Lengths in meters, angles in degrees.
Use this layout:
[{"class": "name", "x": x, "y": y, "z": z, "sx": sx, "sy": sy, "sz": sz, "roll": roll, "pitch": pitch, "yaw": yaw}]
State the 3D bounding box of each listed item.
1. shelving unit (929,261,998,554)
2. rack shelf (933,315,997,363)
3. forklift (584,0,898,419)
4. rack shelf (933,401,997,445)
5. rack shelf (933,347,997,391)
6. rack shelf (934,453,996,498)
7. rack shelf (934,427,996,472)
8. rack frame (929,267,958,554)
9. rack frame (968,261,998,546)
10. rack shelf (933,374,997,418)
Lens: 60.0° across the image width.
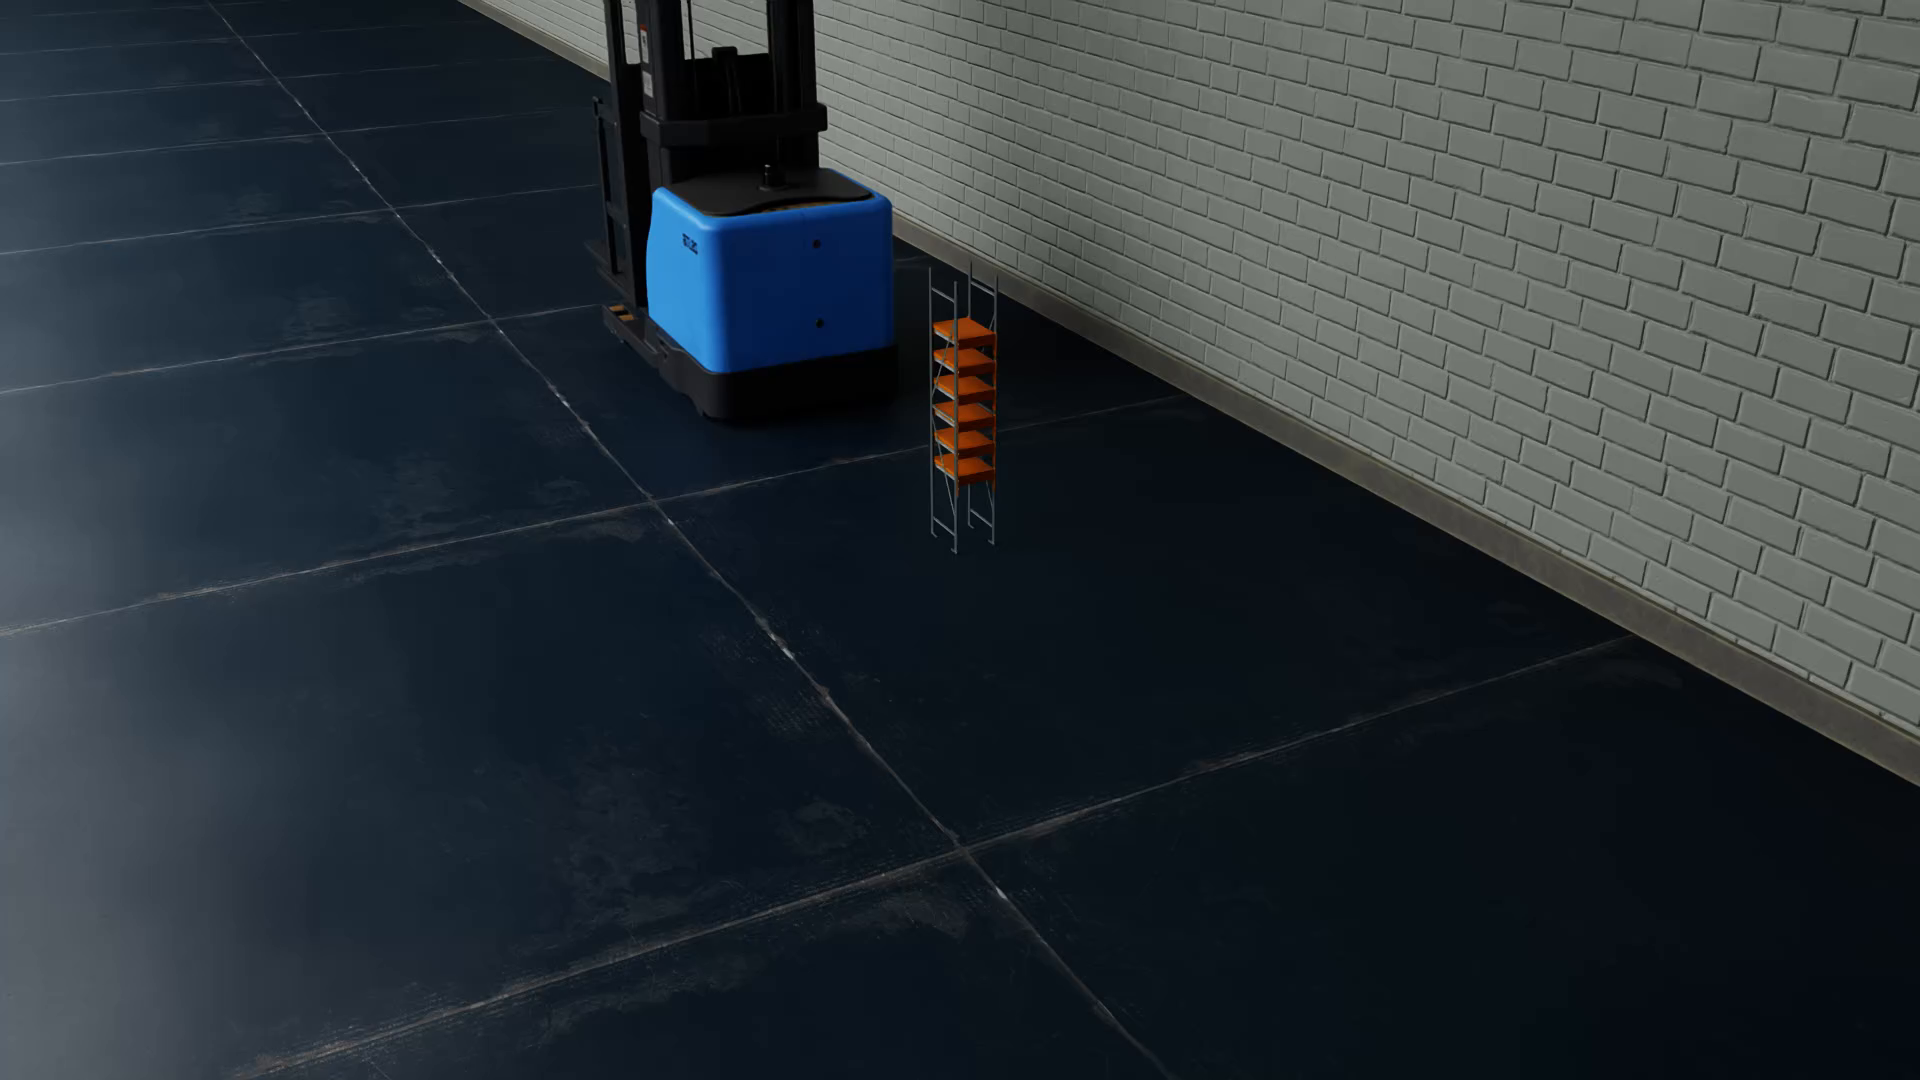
[{"class": "shelving unit", "x": 0.013, "y": -0.544, "z": 6.979, "sx": 0.189, "sy": 1.200, "sz": 0.258, "roll": -13, "pitch": 29, "yaw": -25}, {"class": "rack shelf", "x": 0.013, "y": -0.828, "z": 6.843, "sx": 0.180, "sy": 0.103, "sz": 0.258, "roll": -13, "pitch": 29, "yaw": -25}, {"class": "forklift", "x": -1.440, "y": -2.533, "z": 9.121, "sx": 1.130, "sy": 2.935, "sz": 3.031, "roll": -12, "pitch": 28, "yaw": -24}, {"class": "rack shelf", "x": 0.013, "y": -0.504, "z": 6.999, "sx": 0.180, "sy": 0.103, "sz": 0.258, "roll": -13, "pitch": 29, "yaw": -25}, {"class": "rack shelf", "x": 0.013, "y": -0.720, "z": 6.895, "sx": 0.180, "sy": 0.103, "sz": 0.258, "roll": -13, "pitch": 29, "yaw": -25}, {"class": "rack shelf", "x": 0.013, "y": -0.287, "z": 7.103, "sx": 0.180, "sy": 0.103, "sz": 0.258, "roll": -13, "pitch": 29, "yaw": -25}, {"class": "rack shelf", "x": 0.013, "y": -0.396, "z": 7.051, "sx": 0.180, "sy": 0.103, "sz": 0.258, "roll": -13, "pitch": 29, "yaw": -25}, {"class": "rack frame", "x": -0.068, "y": -0.525, "z": 6.941, "sx": 0.006, "sy": 1.200, "sz": 0.240, "roll": -13, "pitch": 29, "yaw": -25}, {"class": "rack frame", "x": 0.093, "y": -0.562, "z": 7.018, "sx": 0.006, "sy": 1.200, "sz": 0.240, "roll": -13, "pitch": 29, "yaw": -25}, {"class": "rack shelf", "x": 0.013, "y": -0.612, "z": 6.947, "sx": 0.180, "sy": 0.103, "sz": 0.258, "roll": -13, "pitch": 29, "yaw": -25}]
